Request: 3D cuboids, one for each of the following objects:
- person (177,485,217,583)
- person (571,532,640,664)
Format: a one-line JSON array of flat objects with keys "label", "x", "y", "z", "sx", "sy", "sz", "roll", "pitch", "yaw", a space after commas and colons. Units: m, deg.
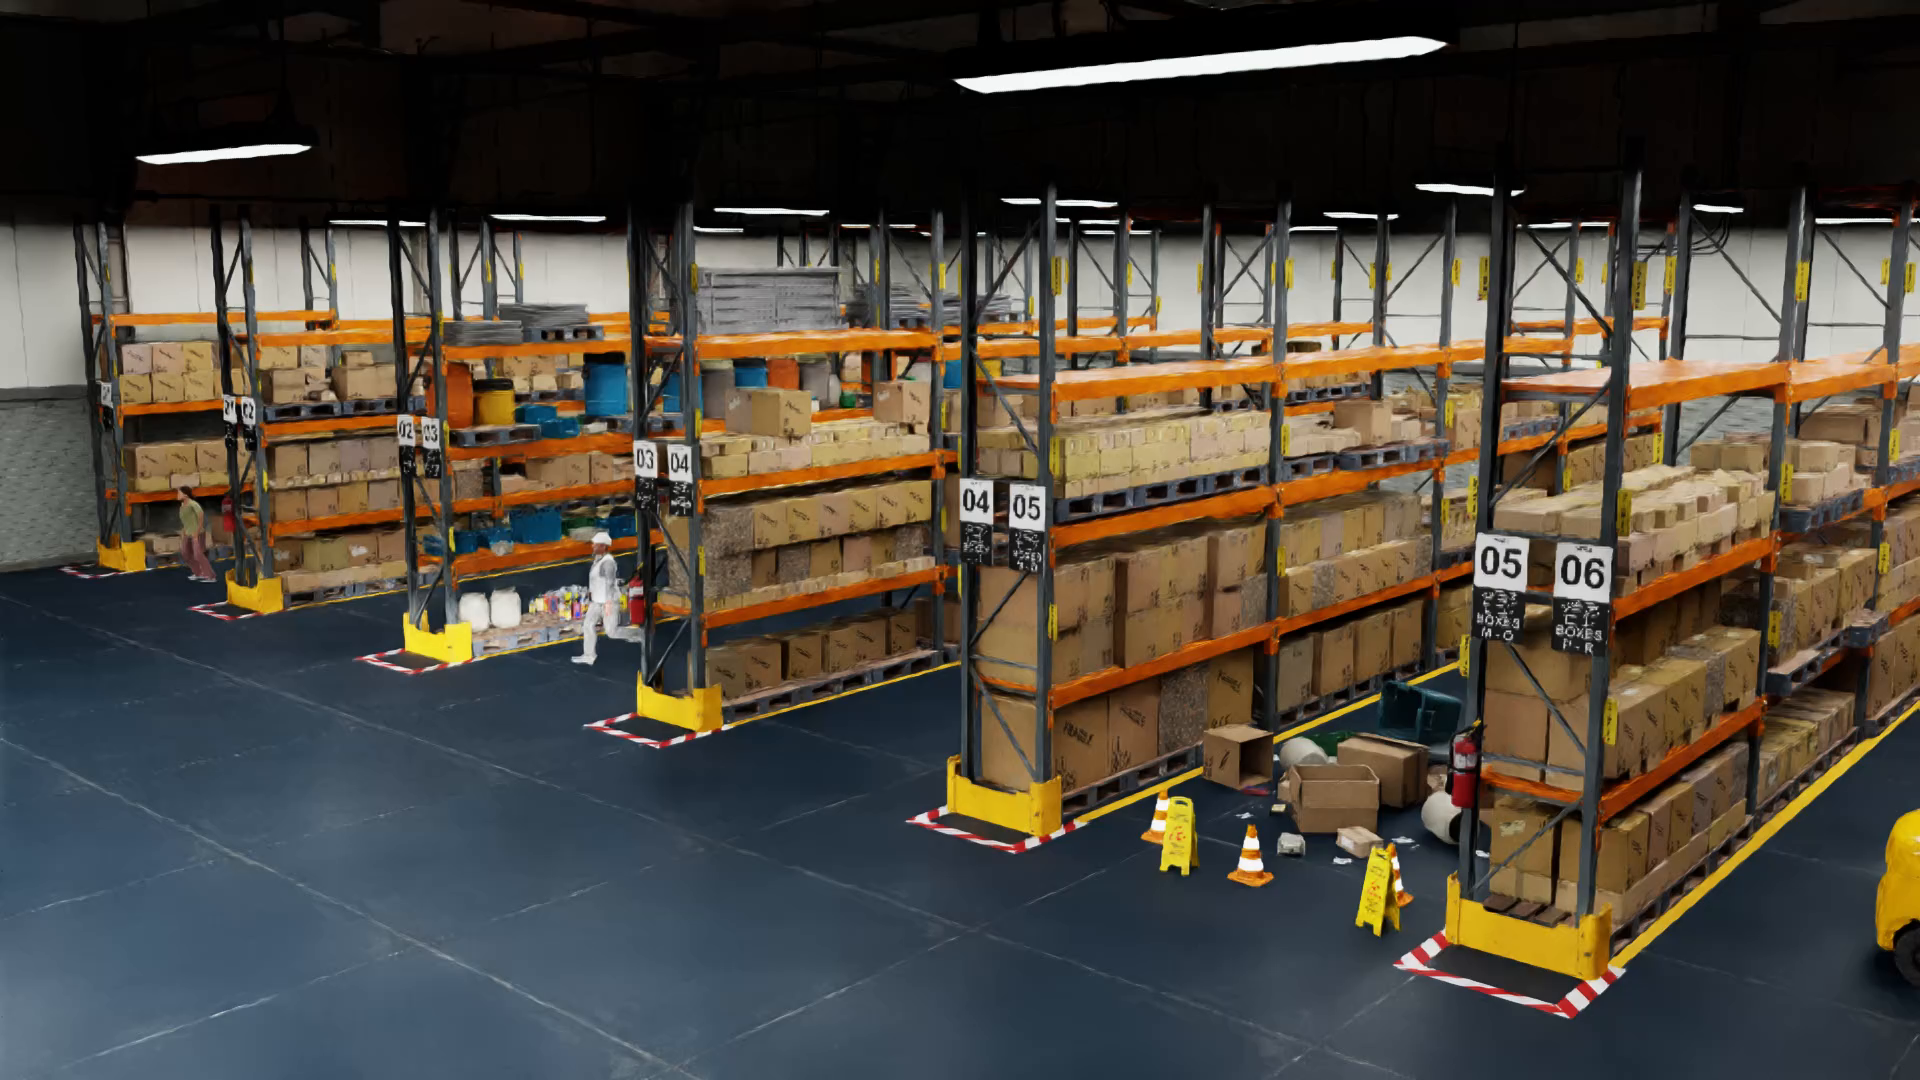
[{"label": "person", "x": -12.438, "y": -0.101, "z": 27.032, "sx": 0.598, "sy": 1.618, "sz": 0.503, "roll": 7, "pitch": 12, "yaw": 38}, {"label": "person", "x": -4.561, "y": 0.752, "z": 21.540, "sx": 0.928, "sy": 1.736, "sz": 0.560, "roll": -6, "pitch": 11, "yaw": -32}]
